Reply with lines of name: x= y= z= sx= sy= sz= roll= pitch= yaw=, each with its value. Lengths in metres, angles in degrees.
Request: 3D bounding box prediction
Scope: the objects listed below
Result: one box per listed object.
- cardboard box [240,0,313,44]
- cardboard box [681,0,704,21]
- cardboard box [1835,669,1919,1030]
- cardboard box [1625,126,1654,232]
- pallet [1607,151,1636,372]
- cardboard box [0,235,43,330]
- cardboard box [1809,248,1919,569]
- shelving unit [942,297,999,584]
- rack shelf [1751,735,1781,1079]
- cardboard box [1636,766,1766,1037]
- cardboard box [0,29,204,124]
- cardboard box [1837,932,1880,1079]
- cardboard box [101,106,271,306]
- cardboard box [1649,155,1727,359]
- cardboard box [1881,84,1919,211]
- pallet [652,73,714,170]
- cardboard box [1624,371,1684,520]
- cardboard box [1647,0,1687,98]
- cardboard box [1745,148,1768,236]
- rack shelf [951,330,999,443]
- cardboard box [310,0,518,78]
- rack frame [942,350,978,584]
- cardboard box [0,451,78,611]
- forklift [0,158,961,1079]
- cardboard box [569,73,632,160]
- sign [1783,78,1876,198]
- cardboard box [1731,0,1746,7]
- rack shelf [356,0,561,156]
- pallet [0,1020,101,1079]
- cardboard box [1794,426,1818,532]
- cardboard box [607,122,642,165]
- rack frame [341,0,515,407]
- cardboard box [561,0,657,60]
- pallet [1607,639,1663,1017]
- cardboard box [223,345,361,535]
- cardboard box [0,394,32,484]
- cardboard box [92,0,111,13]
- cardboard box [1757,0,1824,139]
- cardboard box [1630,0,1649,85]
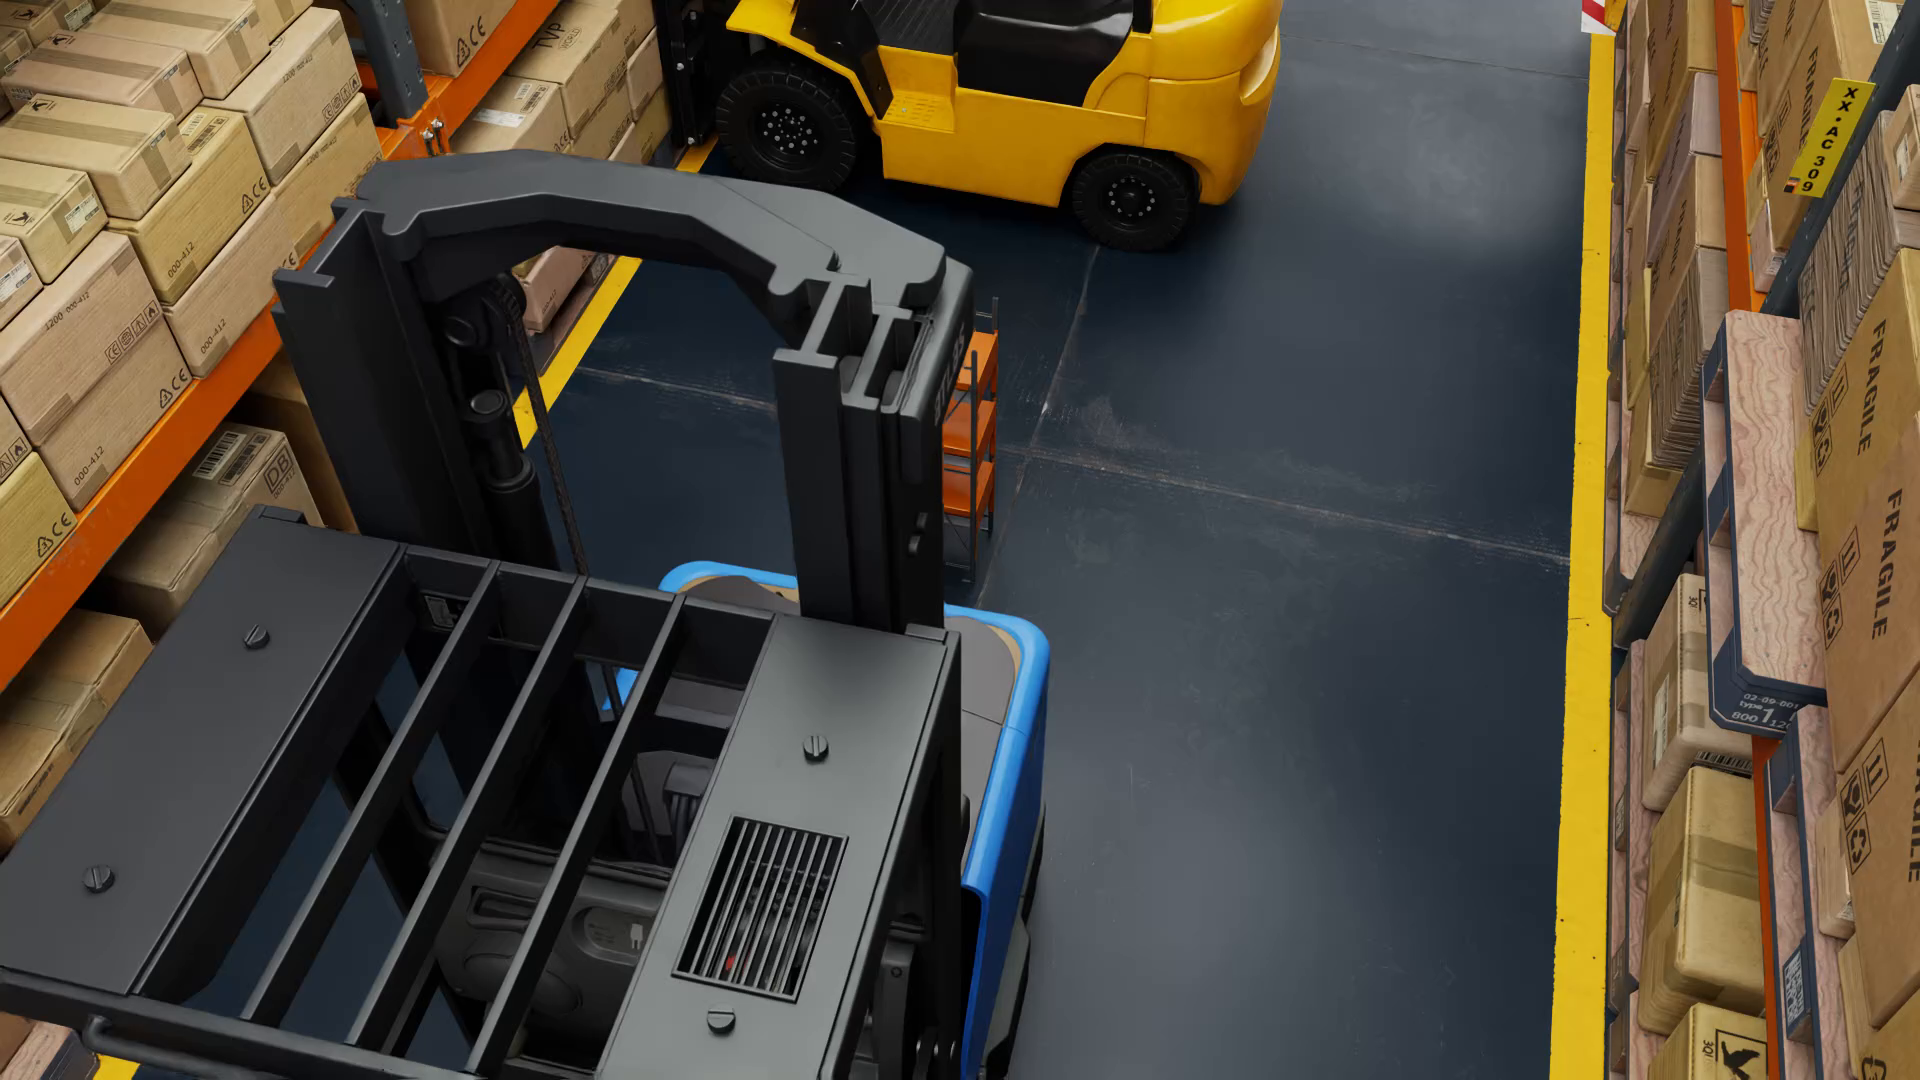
cardboard box: x=-2.034 y=-1.516 z=4.588 sx=0.380 sy=0.149 sz=0.250 roll=13 pitch=50 yaw=11
cardboard box: x=-1.325 y=-2.333 z=7.029 sx=0.500 sy=0.250 sz=0.500 roll=11 pitch=50 yaw=10
cardboard box: x=1.832 y=0.521 z=2.744 sx=0.500 sy=0.500 sz=0.500 roll=10 pitch=49 yaw=8
cardboard box: x=2.932 y=-1.411 z=6.548 sx=0.500 sy=0.250 sz=0.500 roll=15 pitch=50 yaw=13
pallet: x=3.093 y=-1.037 z=6.525 sx=1.003 sy=0.211 sz=1.213 roll=12 pitch=50 yaw=10
cardboard box: x=-2.342 y=-0.586 z=3.767 sx=0.380 sy=0.149 sz=0.250 roll=12 pitch=50 yaw=10
cardboard box: x=2.100 y=-0.208 z=3.387 sx=0.500 sy=0.500 sz=0.500 roll=12 pitch=50 yaw=10
shelving unit: x=-0.014 y=-0.309 z=5.322 sx=0.215 sy=1.050 sz=0.252 roll=12 pitch=50 yaw=10
rack shelf: x=2.105 y=1.103 z=3.256 sx=1.077 sy=0.370 sz=4.000 roll=12 pitch=50 yaw=10
cardboard box: x=2.309 y=1.049 z=4.296 sx=0.950 sy=0.372 sz=0.625 roll=14 pitch=50 yaw=12
cardboard box: x=-2.200 y=-1.159 z=4.273 sx=0.380 sy=0.149 sz=0.250 roll=12 pitch=50 yaw=10
cardboard box: x=1.769 y=0.836 z=2.899 sx=0.380 sy=0.149 sz=0.250 roll=10 pitch=49 yaw=9
cardboard box: x=-2.170 y=-0.895 z=4.306 sx=0.500 sy=0.250 sz=0.500 roll=10 pitch=49 yaw=9
cardboard box: x=2.660 y=-0.908 z=5.605 sx=0.500 sy=0.500 sz=0.500 roll=12 pitch=50 yaw=11
cardboard box: x=2.166 y=-0.797 z=3.475 sx=0.380 sy=0.149 sz=0.250 roll=11 pitch=50 yaw=10
pallet: x=-1.590 y=-2.088 z=7.452 sx=1.003 sy=0.211 sz=1.213 roll=12 pitch=50 yaw=10
cardboard box: x=2.527 y=-0.292 z=5.561 sx=0.500 sy=0.250 sz=0.500 roll=14 pitch=50 yaw=12
cardboard box: x=3.066 y=-2.027 z=6.592 sx=0.500 sy=0.500 sz=0.500 roll=10 pitch=49 yaw=9
cardboard box: x=2.481 y=-0.973 z=4.776 sx=0.380 sy=0.149 sz=0.250 roll=13 pitch=50 yaw=11
rack shelf: x=-0.014 y=-0.489 z=5.117 sx=0.215 sy=0.259 sz=0.240 roll=12 pitch=50 yaw=10
cardboard box: x=-1.790 y=-1.861 z=5.325 sx=0.500 sy=0.500 sz=0.500 roll=10 pitch=49 yaw=9
rack frame: x=-0.046 y=-0.220 z=5.244 sx=0.200 sy=1.050 sz=0.008 roll=12 pitch=50 yaw=10
cardboard box: x=-2.455 y=0.000 z=3.850 sx=0.500 sy=0.250 sz=0.500 roll=13 pitch=50 yaw=11
forklift: x=-0.598 y=0.939 z=2.966 sx=1.121 sy=2.935 sz=3.031 roll=10 pitch=49 yaw=9
cardboard box: x=-1.603 y=-1.607 z=6.388 sx=0.500 sy=0.250 sz=0.500 roll=11 pitch=50 yaw=10
sign: x=2.106 y=-0.970 z=4.028 sx=0.100 sy=0.325 sz=0.005 roll=12 pitch=50 yaw=10
cardboard box: x=2.815 y=-1.899 z=5.593 sx=0.380 sy=0.149 sz=0.250 roll=12 pitch=50 yaw=10
rack shelf: x=-1.632 y=-2.767 z=6.672 sx=1.077 sy=0.370 sz=4.000 roll=12 pitch=50 yaw=10
pallet: x=-2.957 y=1.669 z=4.136 sx=1.003 sy=0.211 sz=1.213 roll=12 pitch=50 yaw=10
cardboard box: x=2.107 y=-0.122 z=3.744 sx=0.380 sy=0.149 sz=0.250 roll=12 pitch=50 yaw=11
cardboard box: x=-1.593 y=-1.443 z=6.577 sx=0.500 sy=0.250 sz=0.500 roll=11 pitch=49 yaw=9
rack frame: x=-2.159 y=-1.559 z=5.125 sx=1.000 sy=3.000 sz=0.127 roll=12 pitch=50 yaw=10
cardboard box: x=-1.464 y=-2.137 z=6.522 sx=0.500 sy=0.250 sz=0.500 roll=13 pitch=50 yaw=11
pallet: x=2.428 y=0.904 z=4.811 sx=1.003 sy=0.211 sz=1.213 roll=12 pitch=50 yaw=10
cardboard box: x=-2.285 y=-0.532 z=5.523 sx=0.875 sy=0.625 sz=0.625 roll=14 pitch=50 yaw=12
cardboard box: x=-2.461 y=-0.166 z=3.662 sx=0.500 sy=0.250 sz=0.500 roll=12 pitch=50 yaw=11
cardboard box: x=-2.458 y=-1.595 z=4.657 sx=0.380 sy=0.149 sz=0.250 roll=11 pitch=49 yaw=9
cardboard box: x=2.637 y=-1.458 z=4.771 sx=0.500 sy=0.500 sz=0.500 roll=13 pitch=50 yaw=11
cardboard box: x=12.828 y=-0.308 z=4.582 sx=20.716 sy=1.739 sz=1.673 roll=11 pitch=50 yaw=10
